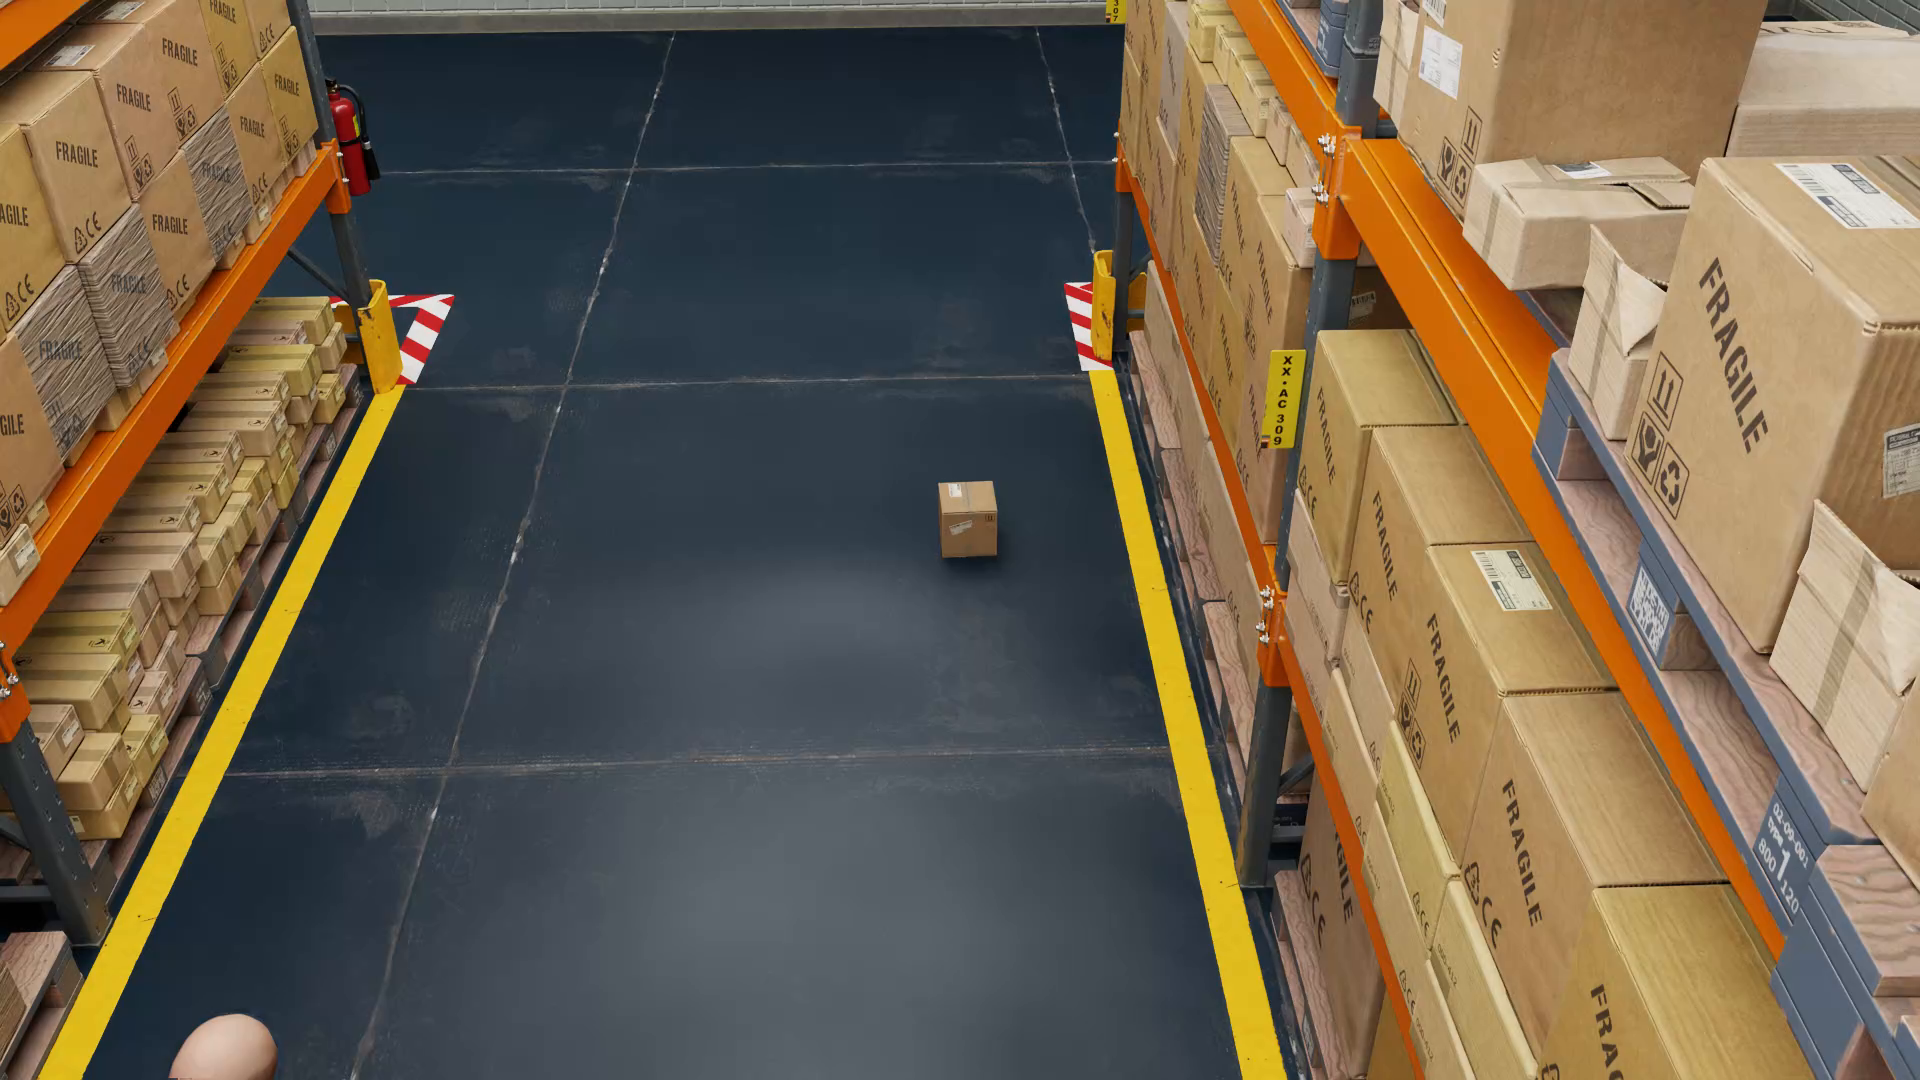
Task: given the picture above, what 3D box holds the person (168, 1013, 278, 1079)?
[{"bbox_3d":[-1.449,1.700,3.708,0.557,1.740,1.038,13,37,18],"label":"person"}]
